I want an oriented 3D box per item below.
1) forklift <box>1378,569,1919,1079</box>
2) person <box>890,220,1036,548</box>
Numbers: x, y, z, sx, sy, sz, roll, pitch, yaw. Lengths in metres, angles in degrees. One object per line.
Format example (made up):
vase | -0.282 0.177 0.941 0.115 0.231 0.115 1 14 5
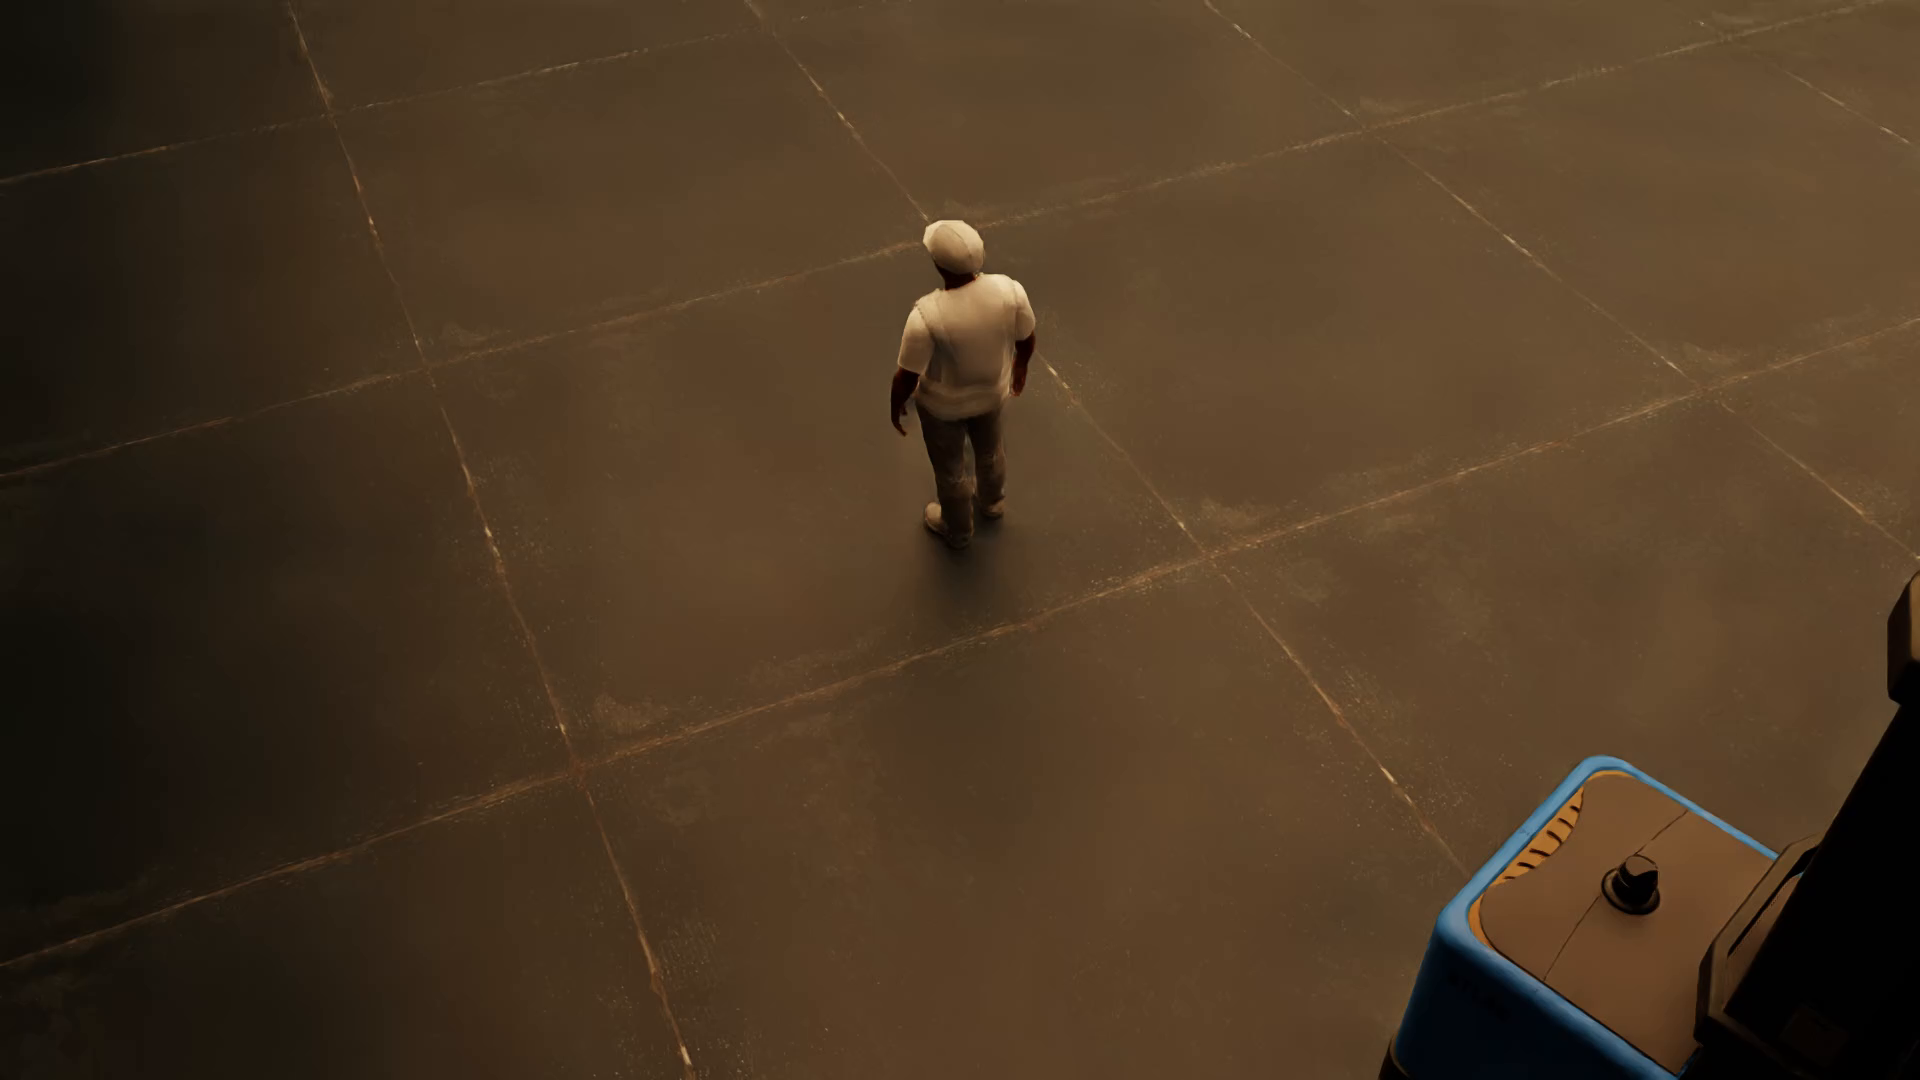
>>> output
forklift | 2.829 1.346 4.238 1.130 2.935 3.031 -34 53 -31
person | -0.024 -0.696 7.269 0.665 1.766 0.576 -18 46 -18
